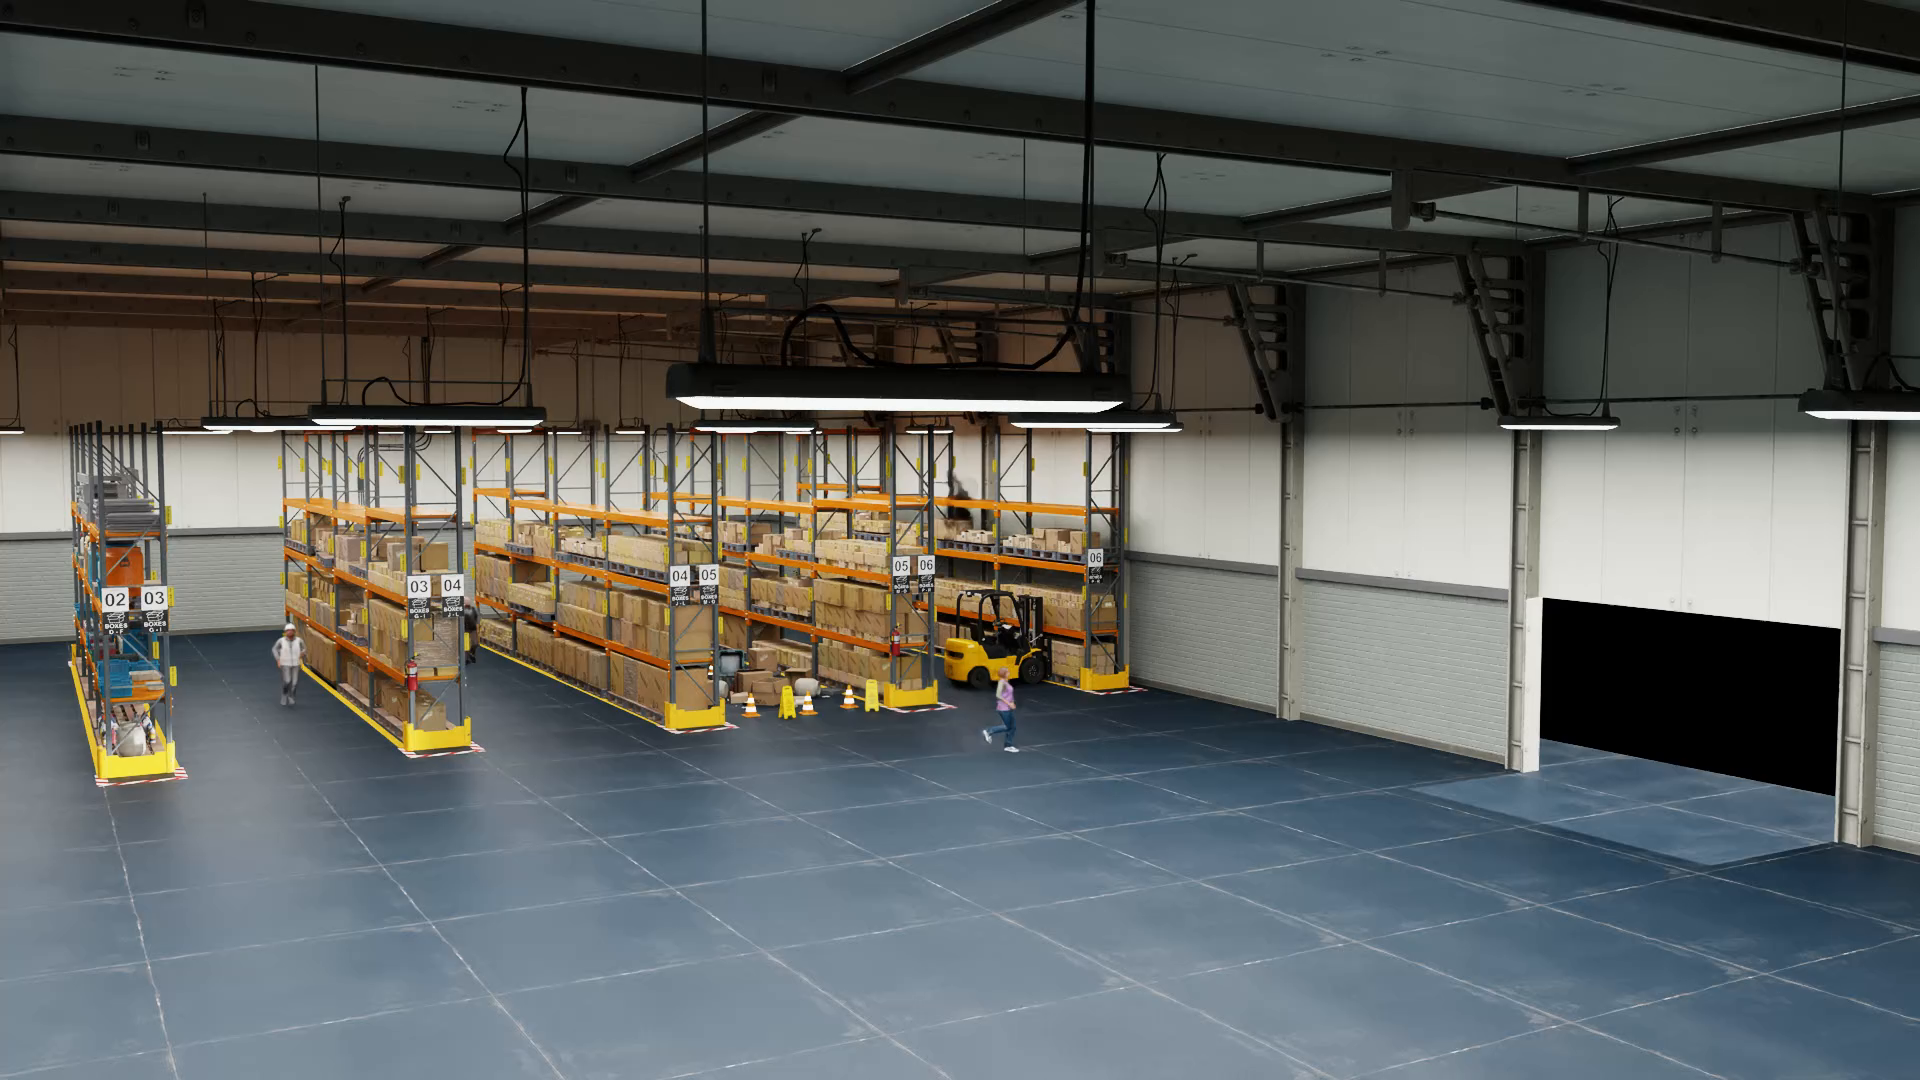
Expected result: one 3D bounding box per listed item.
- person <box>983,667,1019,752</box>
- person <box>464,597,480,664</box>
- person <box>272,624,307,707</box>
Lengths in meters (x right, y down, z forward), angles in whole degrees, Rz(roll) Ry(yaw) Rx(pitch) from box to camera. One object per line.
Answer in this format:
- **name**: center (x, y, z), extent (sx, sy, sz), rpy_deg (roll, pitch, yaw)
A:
- **person**: center (0.762, 3.078, 30.274), extent (0.657, 1.567, 0.546), rpy_deg (1, 4, 12)
- **person**: center (-12.332, 2.288, 41.816), extent (0.645, 1.692, 0.610), rpy_deg (-2, 4, -29)
- **person**: center (-14.215, 2.658, 35.355), extent (0.661, 1.759, 0.677), rpy_deg (-2, 4, -32)
